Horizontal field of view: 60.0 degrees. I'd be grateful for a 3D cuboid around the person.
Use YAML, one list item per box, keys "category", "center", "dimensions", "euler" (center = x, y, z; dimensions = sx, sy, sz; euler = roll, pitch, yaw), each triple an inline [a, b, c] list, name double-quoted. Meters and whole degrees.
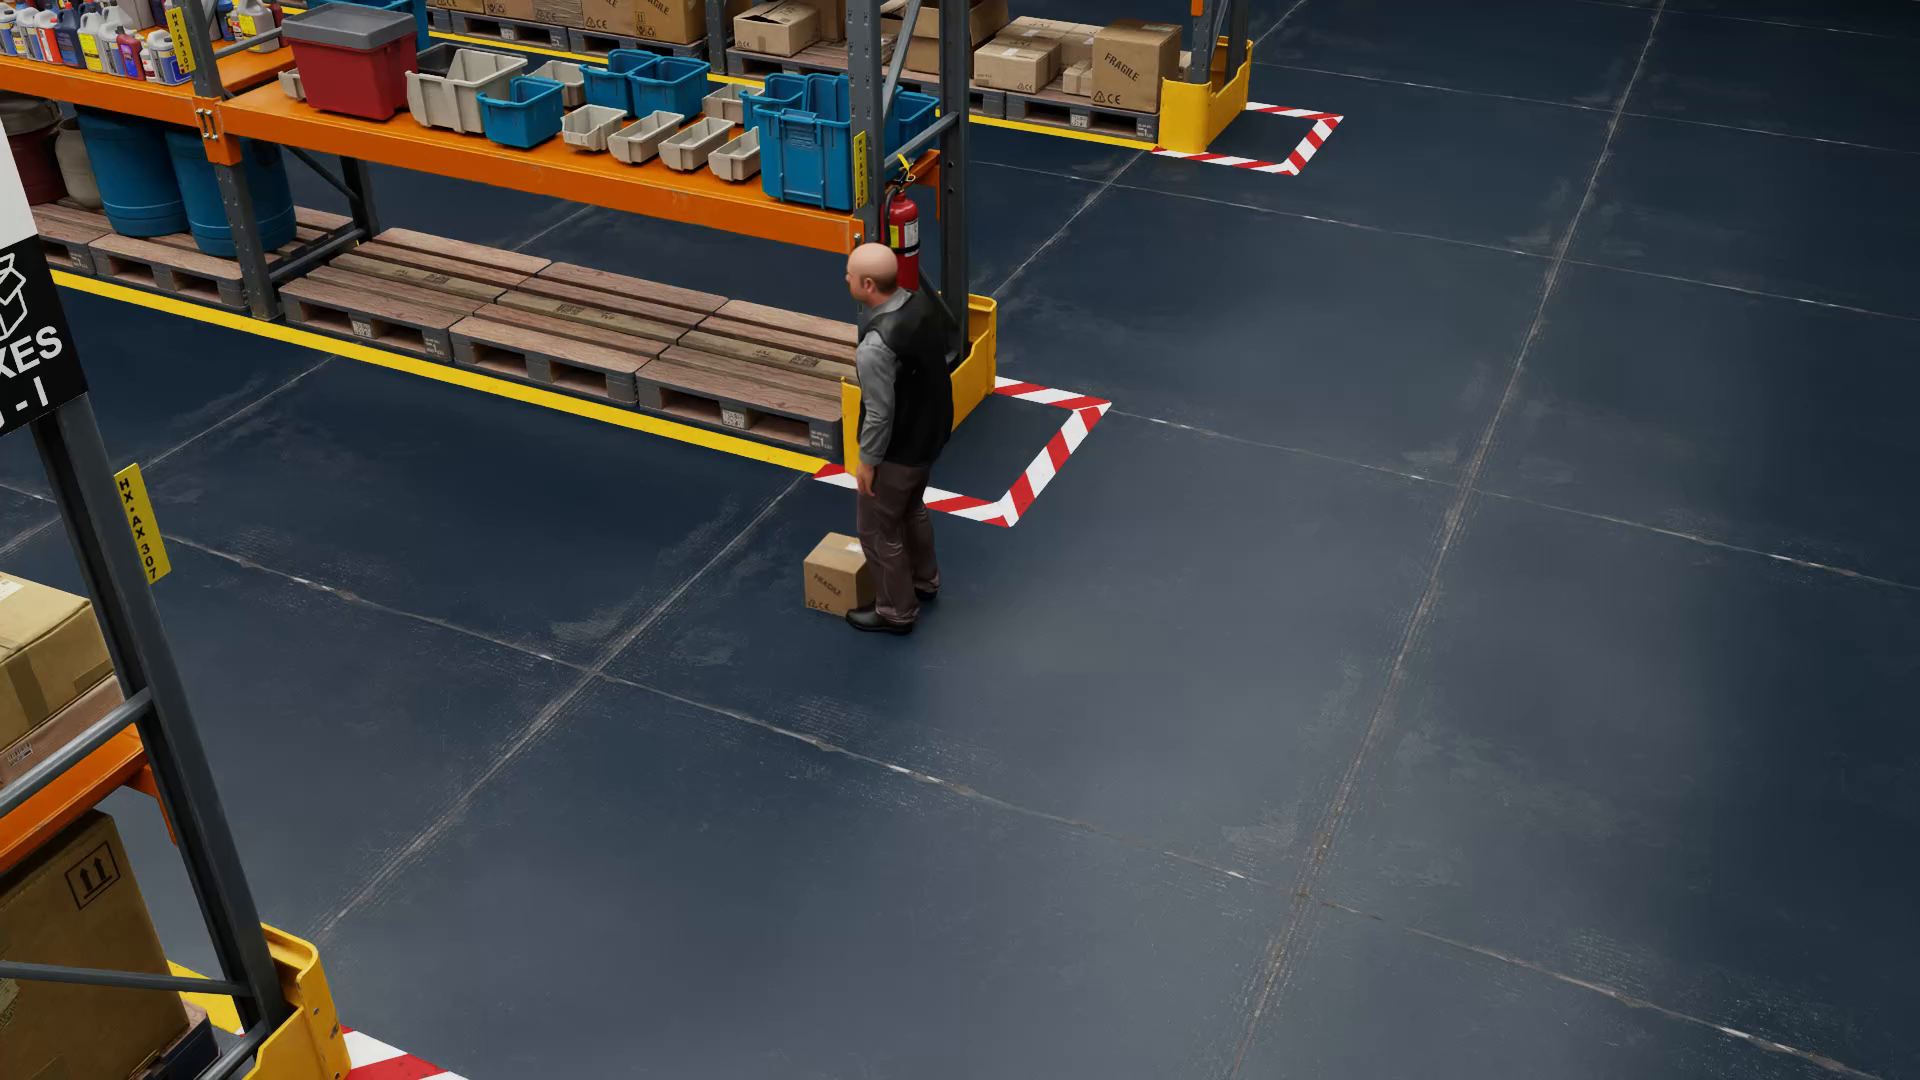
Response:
- category: "person"
  center: [-0.246, -0.352, 6.789]
  dimensions: [0.420, 1.616, 0.578]
  euler: [13, 36, 19]
